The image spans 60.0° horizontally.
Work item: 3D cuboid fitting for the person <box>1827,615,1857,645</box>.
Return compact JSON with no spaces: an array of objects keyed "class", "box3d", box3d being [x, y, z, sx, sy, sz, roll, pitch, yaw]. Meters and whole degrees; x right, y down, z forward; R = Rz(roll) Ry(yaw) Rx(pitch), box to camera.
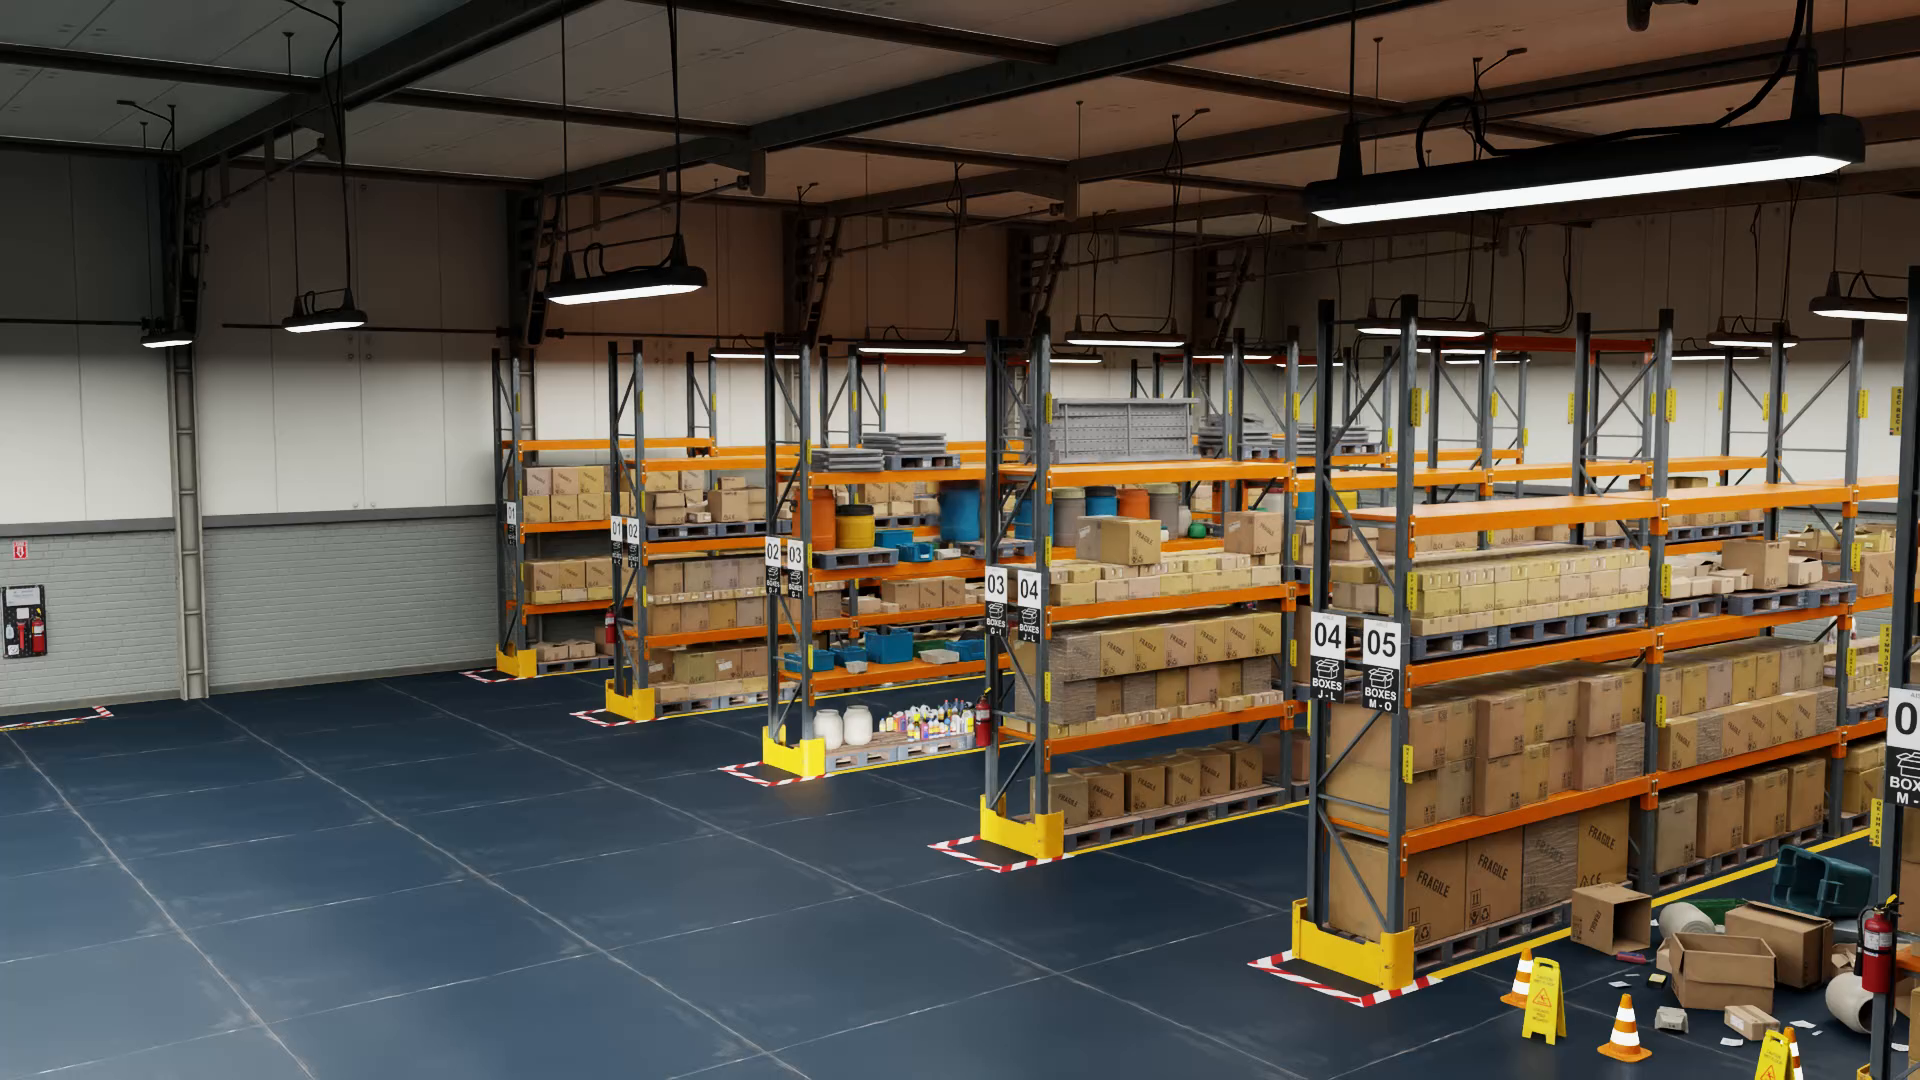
[{"class":"person","box3d":[14.869,1.866,28.049,0.430,1.687,0.787,2,5,22]}]
